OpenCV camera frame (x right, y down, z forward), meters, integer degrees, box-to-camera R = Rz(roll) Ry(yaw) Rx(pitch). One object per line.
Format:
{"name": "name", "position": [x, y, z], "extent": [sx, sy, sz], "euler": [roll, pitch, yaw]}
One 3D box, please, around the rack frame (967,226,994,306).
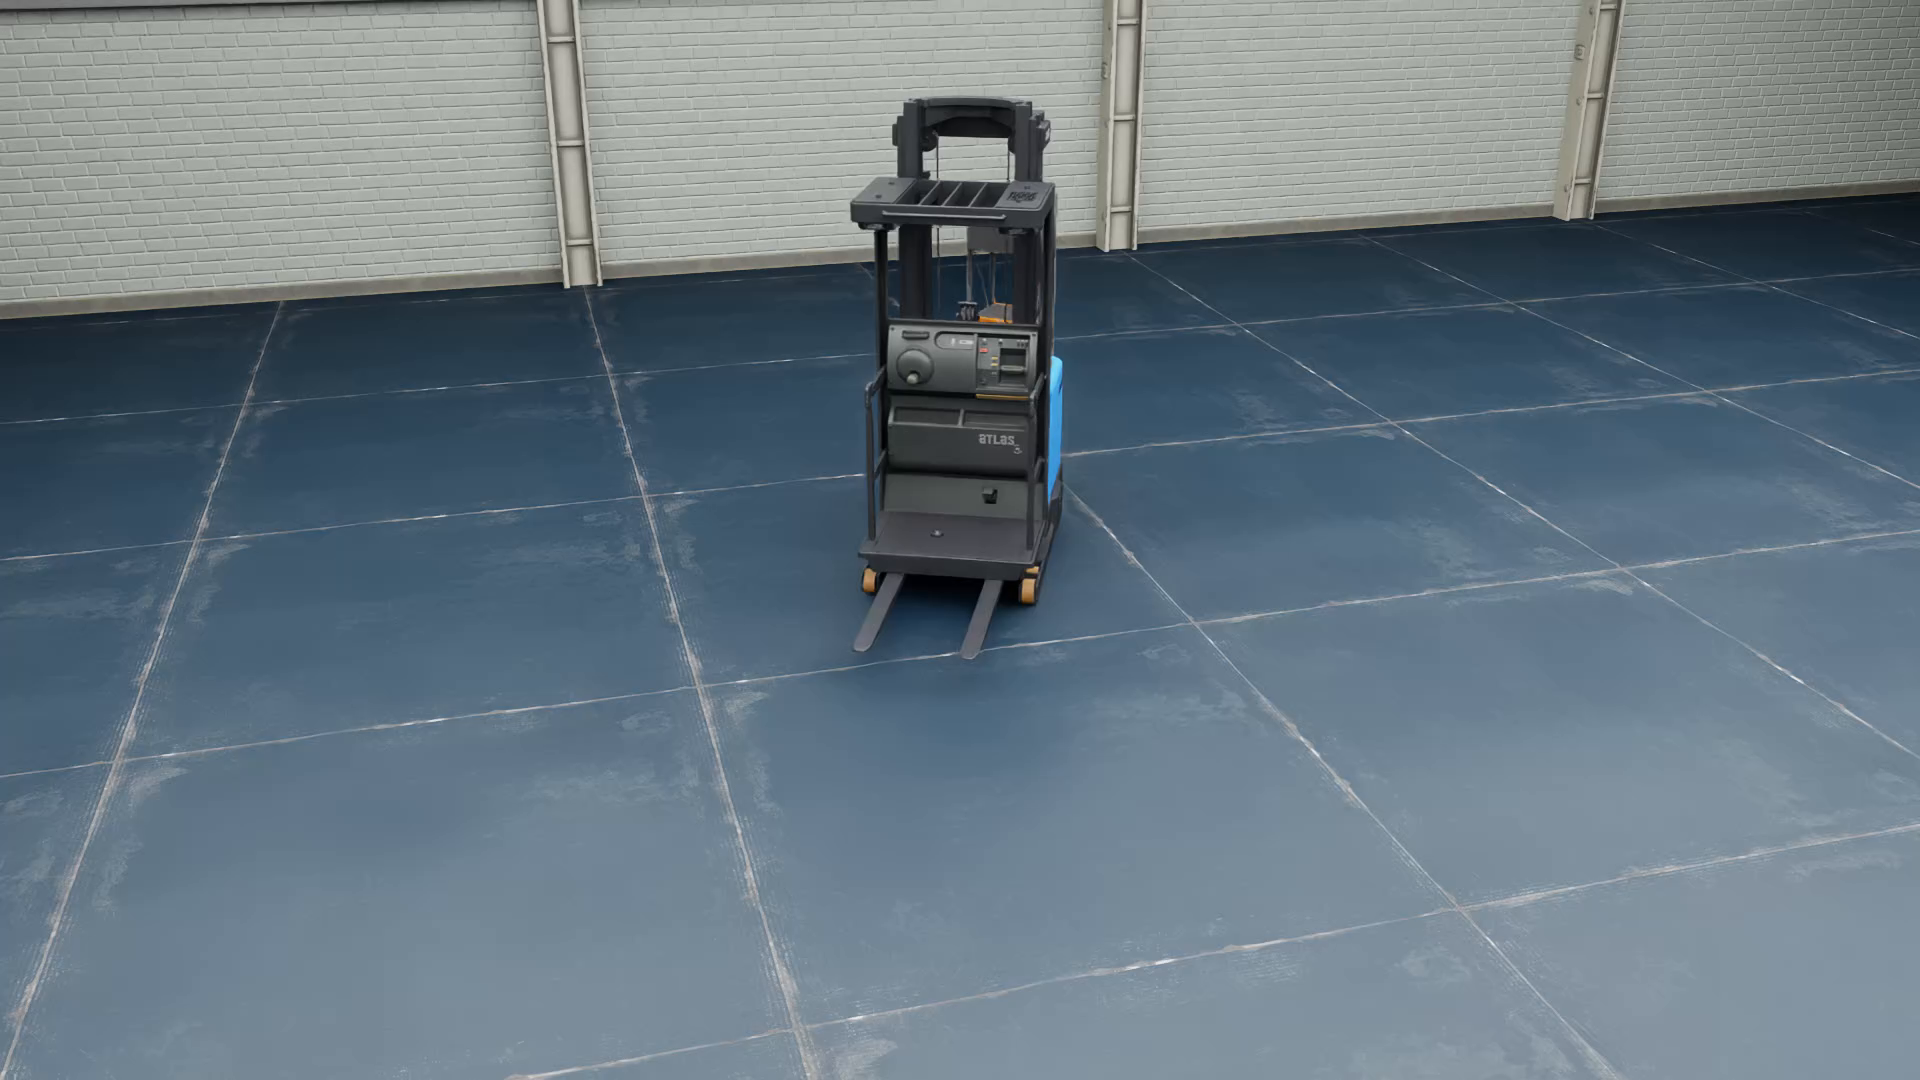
{"name": "rack frame", "position": [0.147, -1.464, 12.000], "extent": [0.015, 2.100, 0.400], "euler": [12, 26, 25]}

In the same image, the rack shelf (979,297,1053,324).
{"name": "rack shelf", "position": [0.363, -1.407, 11.900], "extent": [0.480, 0.518, 0.431], "euler": [12, 26, 25]}

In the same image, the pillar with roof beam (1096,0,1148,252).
{"name": "pillar with roof beam", "position": [2.953, -5.852, 13.476], "extent": [0.400, 9.000, 9.100], "euler": [-6, 24, -14]}

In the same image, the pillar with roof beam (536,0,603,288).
{"name": "pillar with roof beam", "position": [-2.824, -5.213, 11.987], "extent": [0.400, 9.000, 9.100], "euler": [-6, 24, -14]}

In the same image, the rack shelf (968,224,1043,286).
{"name": "rack shelf", "position": [0.363, -2.050, 11.625], "extent": [0.480, 0.518, 0.431], "euler": [12, 26, 25]}

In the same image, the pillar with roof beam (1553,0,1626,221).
{"name": "pillar with roof beam", "position": [8.730, -6.491, 14.966], "extent": [0.400, 9.000, 9.100], "euler": [-6, 24, -14]}

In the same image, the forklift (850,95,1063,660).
{"name": "forklift", "position": [-0.018, -1.096, 10.087], "extent": [1.130, 2.935, 3.031], "euler": [4, 23, 8]}

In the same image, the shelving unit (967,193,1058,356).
{"name": "shelving unit", "position": [0.363, -1.419, 11.895], "extent": [0.503, 2.100, 0.431], "euler": [12, 26, 25]}

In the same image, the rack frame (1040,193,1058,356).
{"name": "rack frame", "position": [0.578, -1.374, 11.790], "extent": [0.015, 2.100, 0.400], "euler": [12, 26, 25]}
